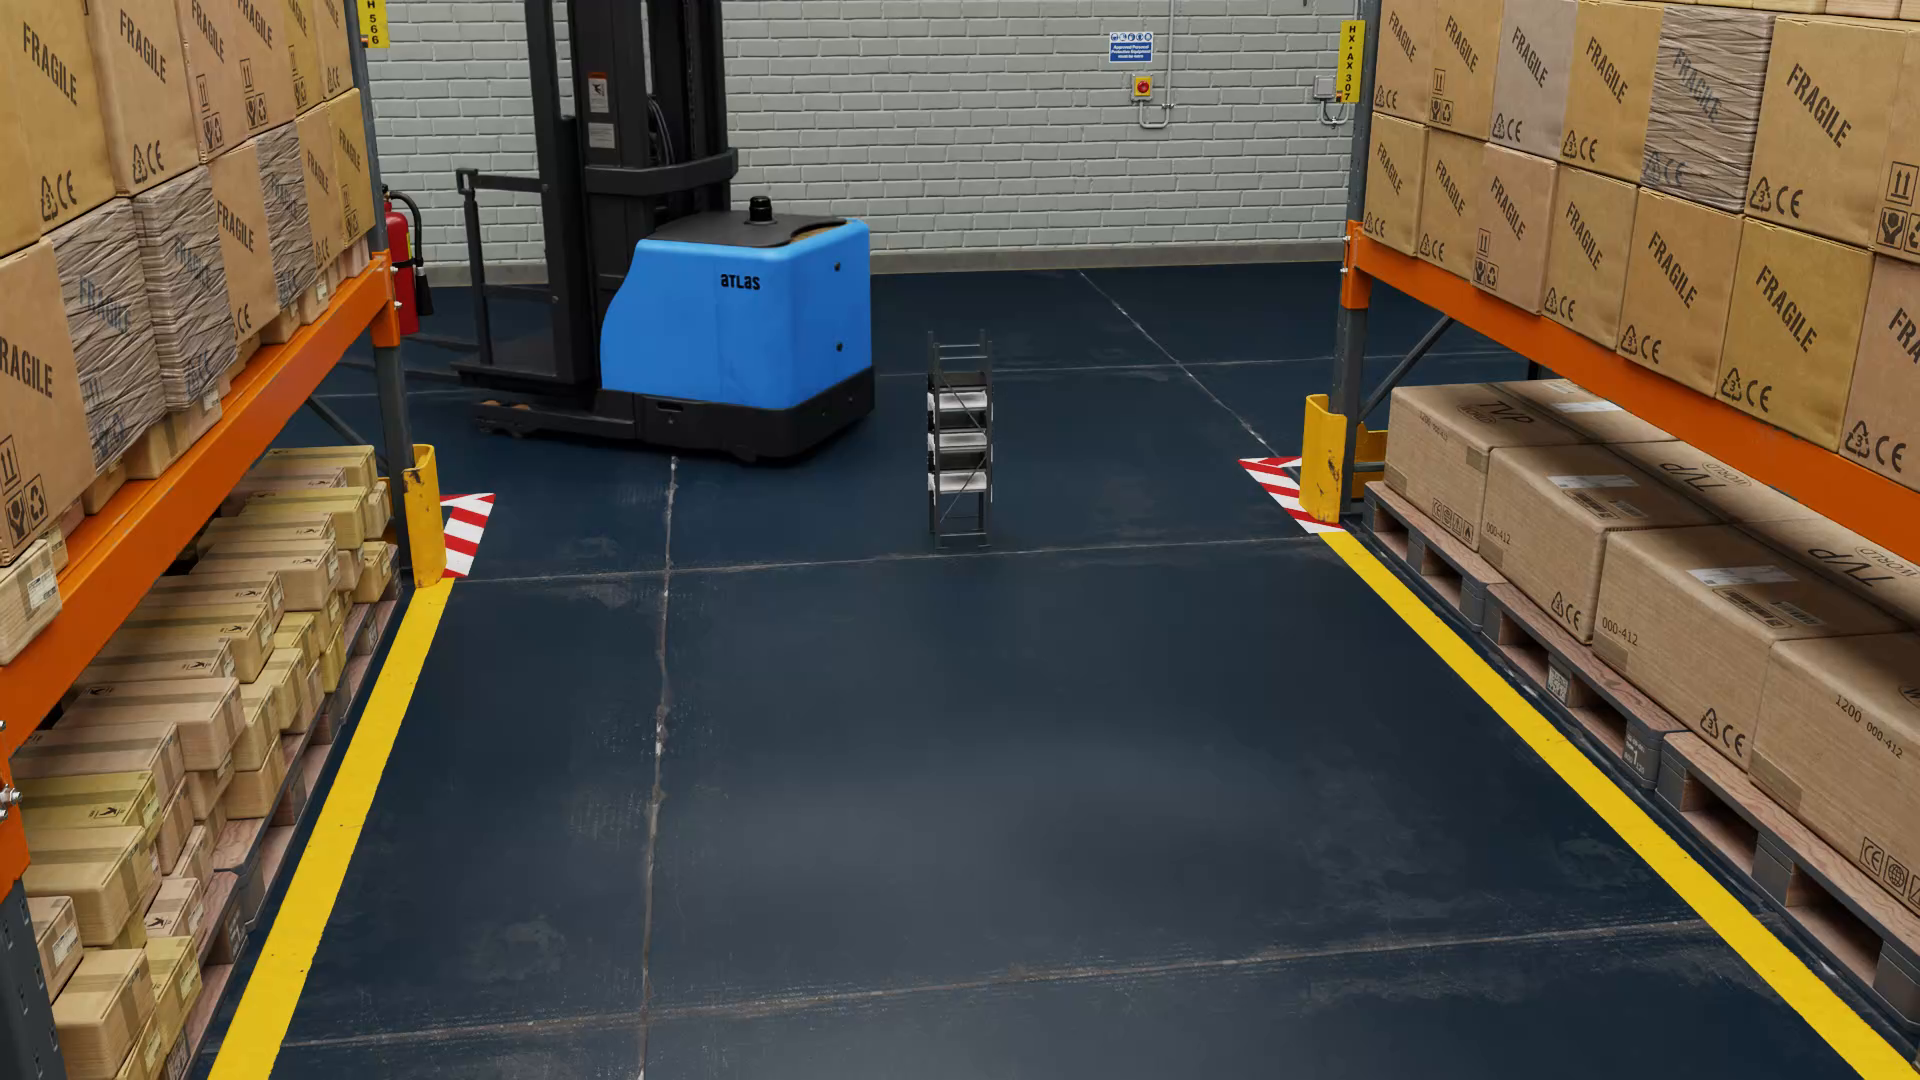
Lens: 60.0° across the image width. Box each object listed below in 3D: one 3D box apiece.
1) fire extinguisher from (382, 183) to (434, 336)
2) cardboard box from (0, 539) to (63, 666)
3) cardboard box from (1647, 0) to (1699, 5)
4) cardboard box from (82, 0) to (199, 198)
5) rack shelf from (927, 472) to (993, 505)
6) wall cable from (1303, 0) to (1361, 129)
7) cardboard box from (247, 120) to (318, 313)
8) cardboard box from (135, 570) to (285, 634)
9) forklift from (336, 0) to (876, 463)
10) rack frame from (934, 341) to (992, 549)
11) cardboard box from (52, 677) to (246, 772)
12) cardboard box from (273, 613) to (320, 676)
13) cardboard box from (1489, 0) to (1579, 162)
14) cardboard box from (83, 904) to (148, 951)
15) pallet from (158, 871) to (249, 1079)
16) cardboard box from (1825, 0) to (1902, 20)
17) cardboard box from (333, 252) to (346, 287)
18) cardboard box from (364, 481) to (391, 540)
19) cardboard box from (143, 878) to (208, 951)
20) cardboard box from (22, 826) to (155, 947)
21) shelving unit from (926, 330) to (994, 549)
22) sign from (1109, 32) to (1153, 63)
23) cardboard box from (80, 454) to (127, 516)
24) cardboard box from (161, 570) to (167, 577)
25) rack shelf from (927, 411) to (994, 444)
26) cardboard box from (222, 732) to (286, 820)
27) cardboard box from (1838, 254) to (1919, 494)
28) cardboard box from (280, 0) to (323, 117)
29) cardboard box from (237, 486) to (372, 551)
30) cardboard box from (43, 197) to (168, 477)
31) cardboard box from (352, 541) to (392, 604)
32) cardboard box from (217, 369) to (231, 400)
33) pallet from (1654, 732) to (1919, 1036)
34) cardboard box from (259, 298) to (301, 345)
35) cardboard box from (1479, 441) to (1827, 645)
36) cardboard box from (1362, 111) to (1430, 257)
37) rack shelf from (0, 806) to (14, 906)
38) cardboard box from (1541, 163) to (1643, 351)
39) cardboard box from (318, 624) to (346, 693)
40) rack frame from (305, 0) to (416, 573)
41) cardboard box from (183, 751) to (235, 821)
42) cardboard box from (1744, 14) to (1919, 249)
[{"bbox_3d":[-2.303,-1.171,6.708,0.296,0.674,0.183,-3,21,-8],"label":"fire extinguisher"},{"bbox_3d":[-1.864,0.117,2.976,0.380,0.149,0.250,-2,21,-6],"label":"cardboard box"},{"bbox_3d":[2.205,-1.611,4.743,0.380,0.149,0.250,-3,21,-8],"label":"cardboard box"},{"bbox_3d":[-2.103,-1.064,3.782,0.500,0.500,0.500,-3,21,-7],"label":"cardboard box"},{"bbox_3d":[-0.001,-0.225,7.141,0.258,0.077,0.200,-3,21,-8],"label":"rack shelf"},{"bbox_3d":[2.726,-4.059,12.344,0.588,1.984,0.122,-3,21,-8],"label":"wall cable"},{"bbox_3d":[-2.252,-0.961,4.935,0.500,0.500,0.500,-3,21,-8],"label":"cardboard box"},{"bbox_3d":[-2.257,0.212,4.985,0.380,0.149,0.250,-4,21,-10],"label":"cardboard box"},{"bbox_3d":[-2.017,-2.071,8.571,3.031,2.935,1.130,8,22,21],"label":"forklift"},{"bbox_3d":[0.014,-0.389,6.972,0.240,0.900,0.006,-3,21,-8],"label":"rack frame"},{"bbox_3d":[-2.074,0.479,4.271,0.380,0.149,0.250,-2,21,-7],"label":"cardboard box"},{"bbox_3d":[-2.182,0.344,5.056,0.380,0.149,0.250,-2,21,-5],"label":"cardboard box"},{"bbox_3d":[2.111,-1.534,5.465,0.500,0.500,0.500,-3,21,-8],"label":"cardboard box"},{"bbox_3d":[-2.008,0.888,3.600,0.380,0.149,0.250,-3,21,-7],"label":"cardboard box"},{"bbox_3d":[-2.279,1.189,3.731,1.003,0.211,1.213,-3,21,-8],"label":"pallet"},{"bbox_3d":[2.366,-1.351,4.048,0.380,0.149,0.250,-3,21,-8],"label":"cardboard box"},{"bbox_3d":[-2.398,-0.967,5.878,0.380,0.149,0.250,-3,21,-8],"label":"cardboard box"},{"bbox_3d":[-2.365,-0.104,6.256,0.380,0.149,0.250,-3,21,-9],"label":"cardboard box"},{"bbox_3d":[-2.007,0.934,3.902,0.380,0.149,0.250,-3,21,-8],"label":"cardboard box"},{"bbox_3d":[-1.973,0.745,3.557,0.380,0.149,0.250,-2,21,-5],"label":"cardboard box"},{"bbox_3d":[-0.001,-0.424,7.066,0.258,0.900,0.210,-3,21,-8],"label":"shelving unit"},{"bbox_3d":[1.268,-3.653,12.322,0.327,0.218,0.001,-3,21,-8],"label":"sign"},{"bbox_3d":[-2.099,-0.153,3.698,0.380,0.149,0.250,-4,21,-10],"label":"cardboard box"},{"bbox_3d":[-2.798,0.052,5.414,0.380,0.149,0.250,-4,21,-10],"label":"cardboard box"},{"bbox_3d":[-0.001,-0.477,7.046,0.258,0.077,0.200,-3,21,-8],"label":"rack shelf"},{"bbox_3d":[-2.109,0.663,4.629,0.380,0.149,0.250,-3,21,-9],"label":"cardboard box"},{"bbox_3d":[2.417,-0.366,3.765,0.500,0.500,0.500,-3,21,-7],"label":"cardboard box"},{"bbox_3d":[-2.338,-1.605,5.228,0.500,0.500,0.500,-4,21,-10],"label":"cardboard box"},{"bbox_3d":[-2.254,-0.068,5.734,0.380,0.149,0.250,-3,21,-9],"label":"cardboard box"},{"bbox_3d":[-2.047,-0.428,3.507,0.500,0.500,0.500,-3,21,-8],"label":"cardboard box"},{"bbox_3d":[-2.304,0.123,6.074,0.380,0.149,0.250,-2,21,-6],"label":"cardboard box"},{"bbox_3d":[-2.186,-0.427,4.432,0.380,0.149,0.250,-2,21,-6],"label":"cardboard box"},{"bbox_3d":[2.705,0.868,4.591,1.003,0.211,1.213,-3,21,-8],"label":"pallet"},{"bbox_3d":[-2.278,-0.701,5.165,0.380,0.149,0.250,-4,21,-10],"label":"cardboard box"},{"bbox_3d":[2.495,-0.013,6.025,0.875,0.438,0.875,-2,21,-6],"label":"cardboard box"},{"bbox_3d":[1.945,-1.422,6.594,0.500,0.500,0.500,-3,21,-8],"label":"cardboard box"},{"bbox_3d":[-1.859,1.143,0.897,1.077,0.370,4.000,-3,21,-8],"label":"rack shelf"},{"bbox_3d":[2.190,-0.899,5.193,0.500,0.500,0.500,-2,21,-6],"label":"cardboard box"},{"bbox_3d":[-2.204,0.389,5.362,0.380,0.149,0.250,-4,21,-10],"label":"cardboard box"},{"bbox_3d":[-2.724,-1.271,6.333,1.000,3.000,0.127,-3,21,-8],"label":"rack frame"},{"bbox_3d":[-2.131,0.616,4.330,0.380,0.149,0.250,-2,21,-5],"label":"cardboard box"},{"bbox_3d":[2.330,-1.012,4.067,0.500,0.500,0.500,-3,21,-9],"label":"cardboard box"}]
